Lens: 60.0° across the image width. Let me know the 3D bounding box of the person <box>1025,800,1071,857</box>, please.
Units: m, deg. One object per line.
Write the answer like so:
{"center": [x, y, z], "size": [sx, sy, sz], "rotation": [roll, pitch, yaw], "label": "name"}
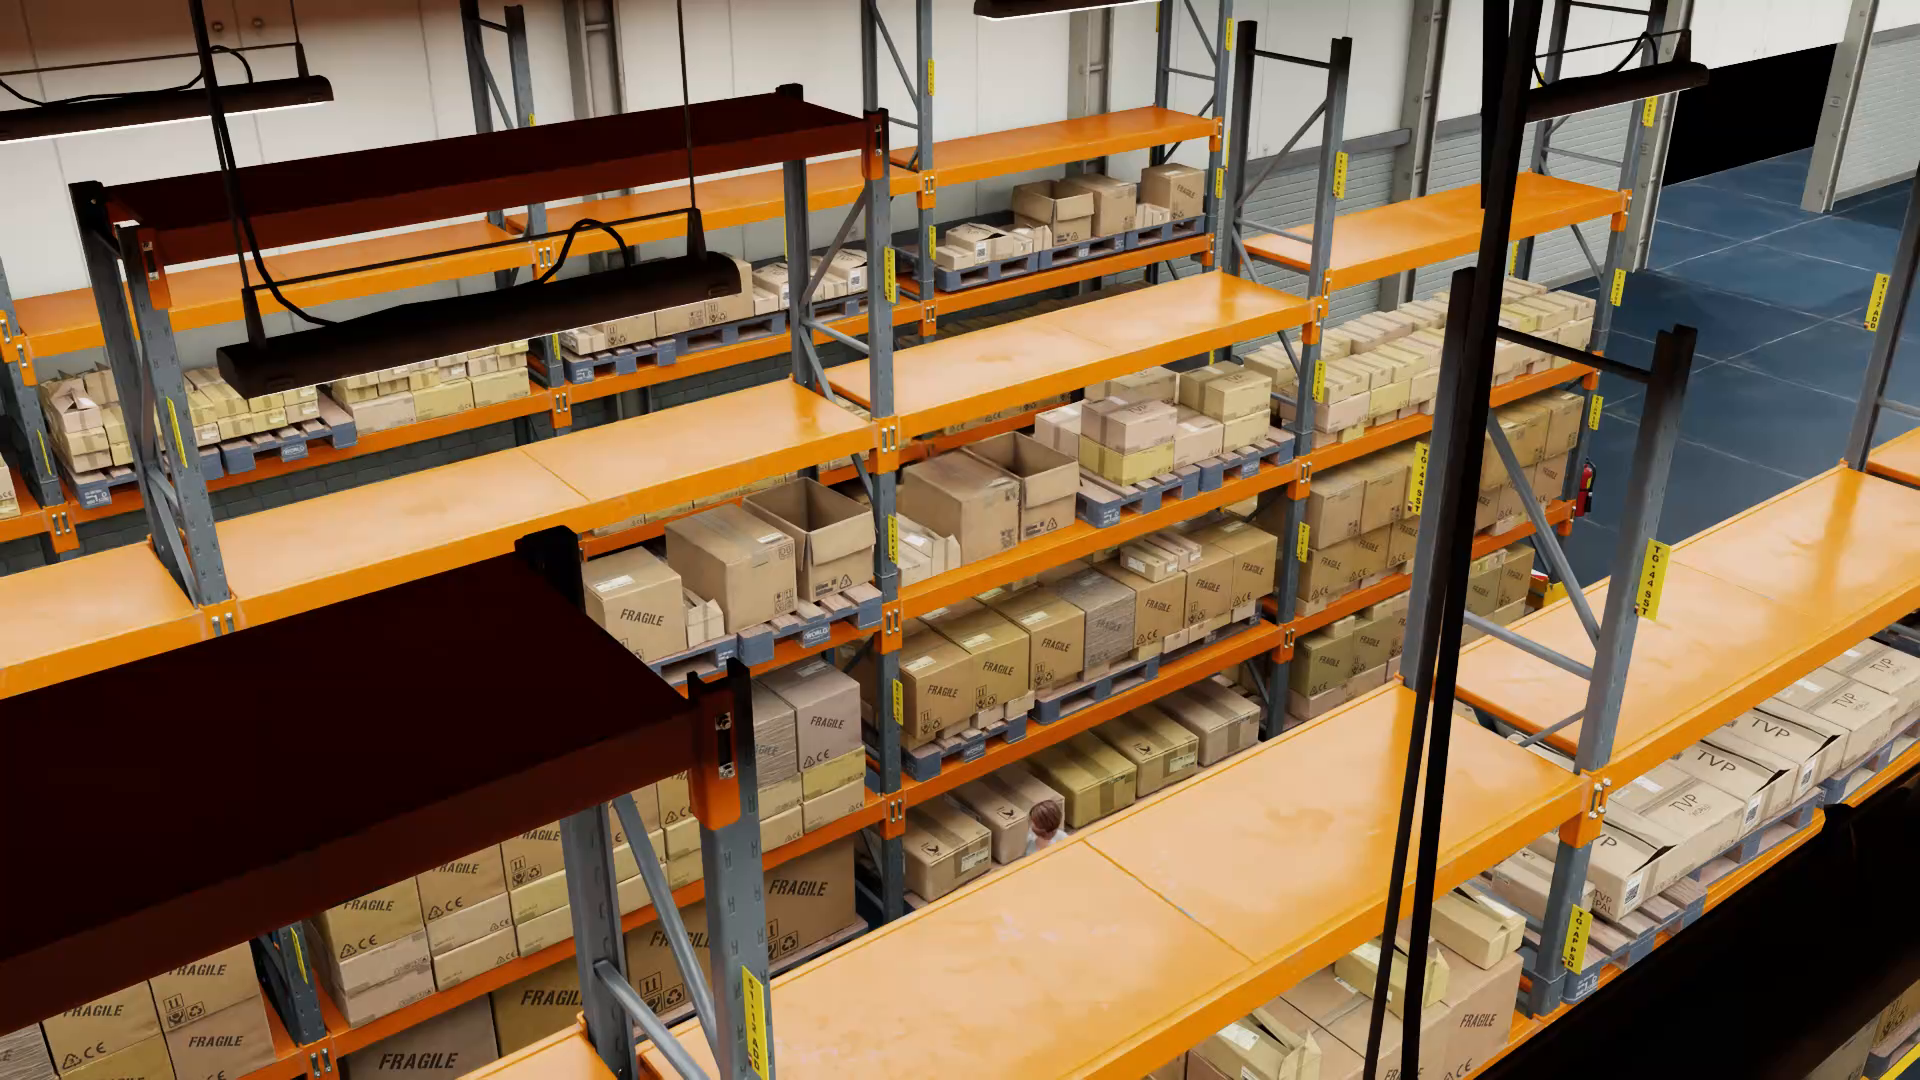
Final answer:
{"center": [0.624, 2.458, 11.261], "size": [0.358, 1.598, 0.484], "rotation": [-23, 34, -39], "label": "person"}
